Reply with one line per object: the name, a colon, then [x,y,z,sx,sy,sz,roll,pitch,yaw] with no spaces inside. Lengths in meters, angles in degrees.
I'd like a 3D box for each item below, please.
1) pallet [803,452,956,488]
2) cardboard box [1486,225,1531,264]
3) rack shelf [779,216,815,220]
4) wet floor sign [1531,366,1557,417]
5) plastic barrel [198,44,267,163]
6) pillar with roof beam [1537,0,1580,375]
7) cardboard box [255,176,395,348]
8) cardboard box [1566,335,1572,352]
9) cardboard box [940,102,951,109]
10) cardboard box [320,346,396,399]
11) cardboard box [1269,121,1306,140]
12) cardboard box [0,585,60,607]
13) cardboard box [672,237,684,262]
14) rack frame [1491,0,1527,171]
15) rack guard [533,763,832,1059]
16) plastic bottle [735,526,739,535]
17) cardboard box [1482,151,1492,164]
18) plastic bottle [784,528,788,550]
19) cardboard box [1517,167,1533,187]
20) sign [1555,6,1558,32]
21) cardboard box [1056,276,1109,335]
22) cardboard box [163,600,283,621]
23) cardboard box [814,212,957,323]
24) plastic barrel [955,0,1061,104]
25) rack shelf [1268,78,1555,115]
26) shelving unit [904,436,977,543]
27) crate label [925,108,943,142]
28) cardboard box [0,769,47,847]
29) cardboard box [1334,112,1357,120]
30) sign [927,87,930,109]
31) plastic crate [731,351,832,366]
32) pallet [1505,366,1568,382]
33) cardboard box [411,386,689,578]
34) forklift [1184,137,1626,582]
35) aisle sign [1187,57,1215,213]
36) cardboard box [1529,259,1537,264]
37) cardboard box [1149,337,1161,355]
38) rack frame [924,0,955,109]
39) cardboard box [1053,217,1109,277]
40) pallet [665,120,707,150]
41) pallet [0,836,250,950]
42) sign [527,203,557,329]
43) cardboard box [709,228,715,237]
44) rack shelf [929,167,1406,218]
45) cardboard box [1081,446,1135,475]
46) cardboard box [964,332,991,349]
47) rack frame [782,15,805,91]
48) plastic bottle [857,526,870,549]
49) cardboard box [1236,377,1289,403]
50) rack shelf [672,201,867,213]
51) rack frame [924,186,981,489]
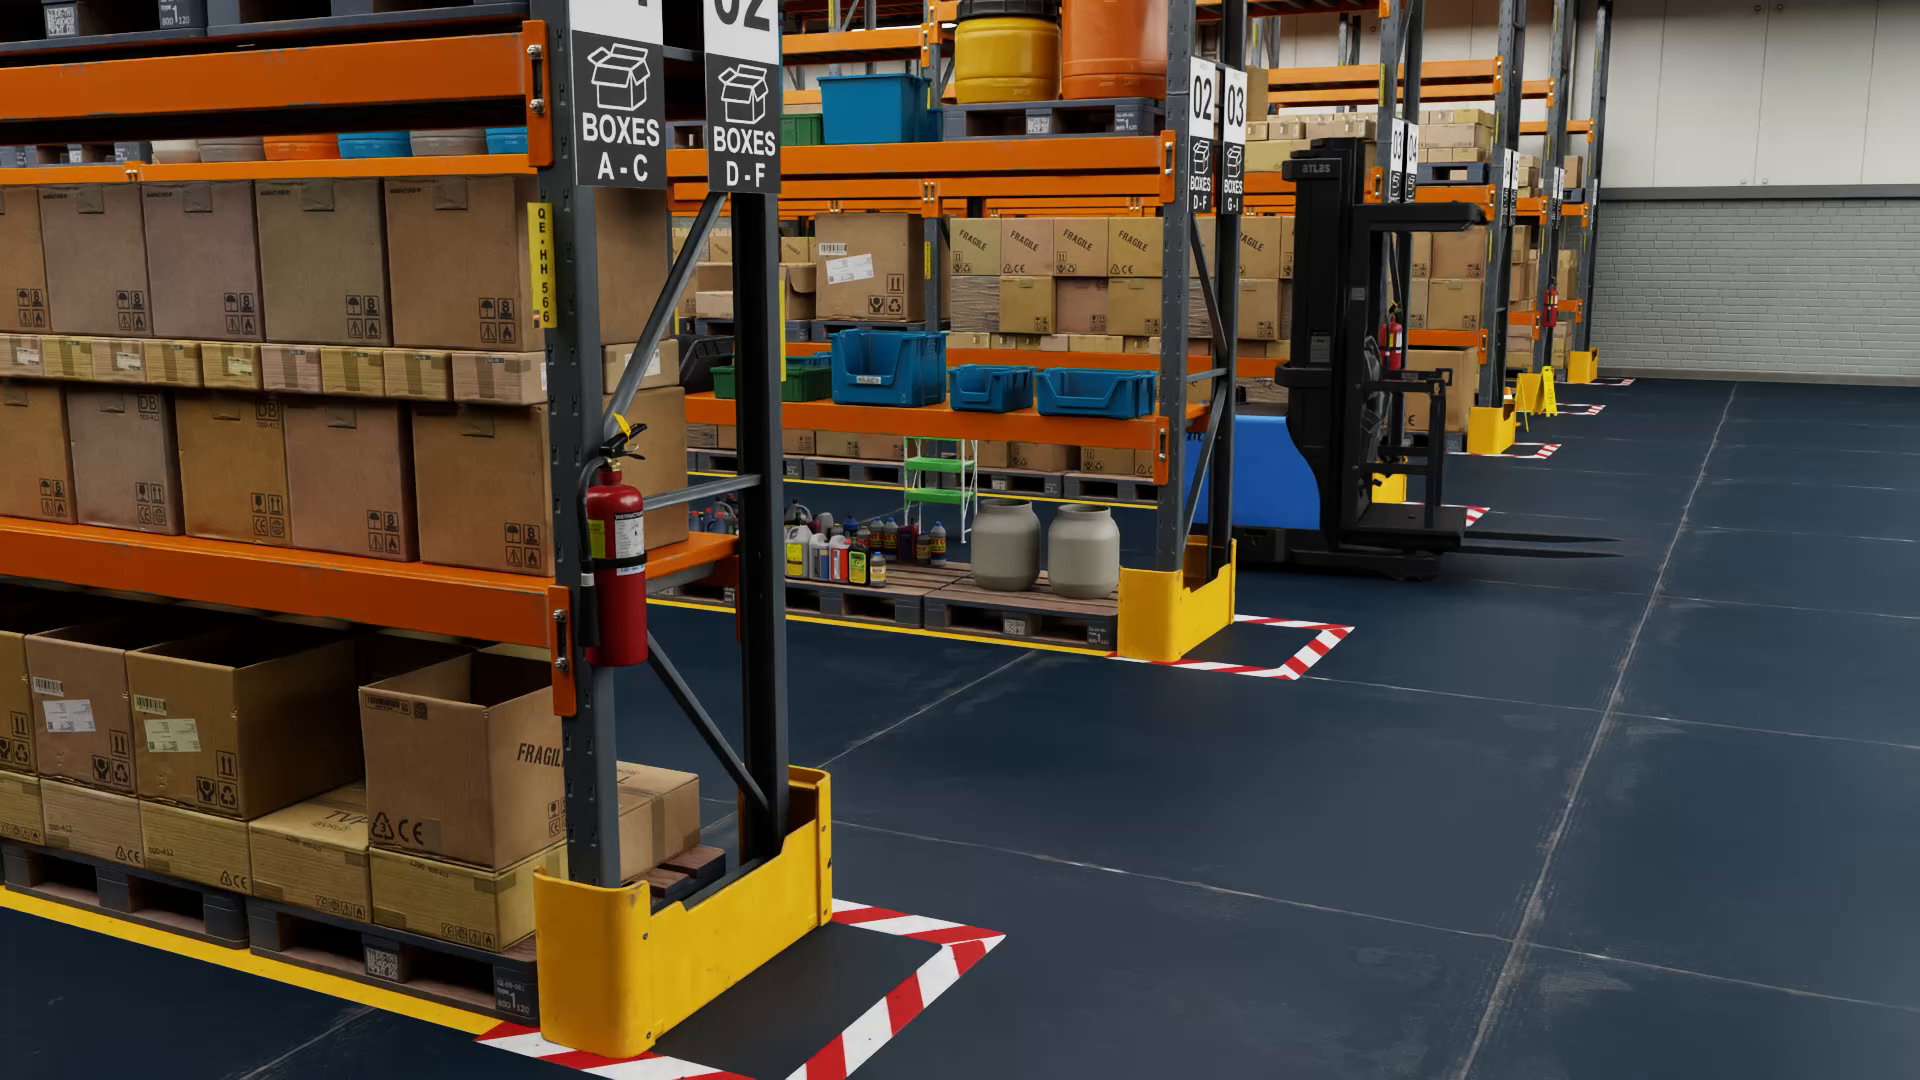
pallet: [-0.746,-0.708,16.051,1.213,0.211,1.003,5,11,26]
cardboard box: [7.370,-3.980,22.374,0.500,0.500,0.700,5,11,24]
rack shelf: [-2.437,-6.305,32.743,4.000,0.370,1.077,5,11,26]
wet floor sign: [7.622,-1.942,21.651,0.267,0.644,0.232,-10,14,-43]
plastic barrel: [-5.185,-3.167,11.975,0.600,0.901,0.600,0,10,0]
pillar with roof beam: [7.987,-6.543,23.616,0.548,9.000,9.100,5,11,26]
cardboard box: [-1.781,-0.893,5.321,0.500,0.500,0.700,5,11,24]
cardboard box: [9.788,-3.250,27.401,0.500,0.250,0.500,5,12,27]
cardboard box: [-0.425,-3.806,15.443,0.637,0.503,0.797,4,11,23]
cardboard box: [-1.738,-0.531,5.139,0.250,0.149,0.380,5,11,25]
cardboard box: [2.678,-3.318,13.519,0.250,0.149,0.380,4,11,23]
cardboard box: [-3.704,0.465,6.177,0.500,0.500,0.500,5,11,26]
cardboard box: [-4.740,-4.887,28.224,0.500,0.500,0.500,5,11,26]
rack frame: [5.825,-5.440,17.522,0.127,3.000,1.000,5,11,26]
rack guard: [-0.825,1.110,5.196,0.348,0.500,1.175,5,11,26]
plastic bottle: [-1.381,0.048,10.467,0.097,0.271,0.097,0,10,0]
cardboard box: [5.660,-4.175,18.198,0.250,0.149,0.380,5,11,26]
plastic bottle: [-1.148,0.037,10.306,0.185,0.351,0.144,5,11,25]
cardboard box: [7.347,-4.833,22.173,0.500,0.250,0.500,5,11,25]
sign: [7.661,-6.689,21.356,0.005,0.325,0.100,5,11,26]
cardboard box: [1.255,-2.101,14.802,0.500,0.500,0.875,5,11,26]
cardboard box: [-2.573,0.459,6.209,0.500,0.500,0.500,5,11,26]
cardboard box: [-0.698,-2.606,15.844,1.000,1.000,1.000,5,11,26]
plastic barrel: [0.270,-2.758,9.416,0.600,0.588,0.600,0,10,0]
rack shelf: [6.131,-6.041,22.869,4.000,0.370,1.077,5,11,26]
shelving unit: [-0.148,-0.603,12.695,0.503,1.200,0.258,5,11,26]
crate label: [-0.184,-2.516,10.205,0.408,0.251,0.502,5,11,26]
cardboard box: [-3.260,0.874,6.019,0.500,0.250,0.500,5,11,26]
cardboard box: [4.233,-4.562,18.096,0.250,0.149,0.380,5,11,25]
sign: [-0.289,-3.855,14.626,0.005,0.325,0.100,5,11,26]
plastic crate: [-1.126,-1.111,10.865,0.616,0.251,0.499,5,11,26]
pallet: [9.414,-2.761,27.395,1.213,0.211,1.003,5,11,26]
cardboard box: [-1.259,-0.210,5.189,0.500,0.500,0.700,5,11,26]
forklift: [3.048,-1.265,11.492,3.031,2.935,1.130,3,11,19]
aisle sign: [1.282,-2.139,8.828,0.004,0.787,0.394,5,11,26]
cardboard box: [9.235,-4.476,26.940,0.250,0.149,0.380,5,12,27]
cardboard box: [1.802,-1.671,14.248,0.250,0.149,0.380,5,11,26]
rack frame: [-0.047,-4.971,14.931,0.127,3.000,1.000,5,11,26]
cardboard box: [1.141,-2.552,14.486,0.500,0.500,0.500,5,11,26]
pallet: [-1.548,-2.570,10.616,1.003,0.211,1.213,5,11,26]
pallet: [-2.641,1.100,6.060,1.213,0.211,1.003,5,11,26]
sign: [-1.099,-0.723,4.386,0.005,0.325,0.100,5,11,26]
cardboard box: [-4.136,-5.157,27.890,0.250,0.149,0.380,5,11,25]
rack shelf: [1.747,-2.984,14.391,4.000,0.370,1.077,5,11,26]
cardboard box: [1.403,-0.878,14.997,0.500,0.500,0.500,4,11,21]
cardboard box: [0.231,-1.809,15.008,0.250,0.149,0.380,5,11,26]
rack frame: [-2.836,-7.185,27.159,0.127,3.000,1.000,5,11,26]
plastic bottle: [-0.625,0.012,10.863,0.097,0.201,0.097,0,10,0]
cardboard box: [3.581,-1.834,19.225,0.875,0.875,0.875,5,11,26]
rack shelf: [-3.142,-4.398,22.207,4.000,0.370,1.077,5,11,26]
rack frame: [-0.047,-2.019,15.465,0.127,3.000,1.000,5,11,26]
